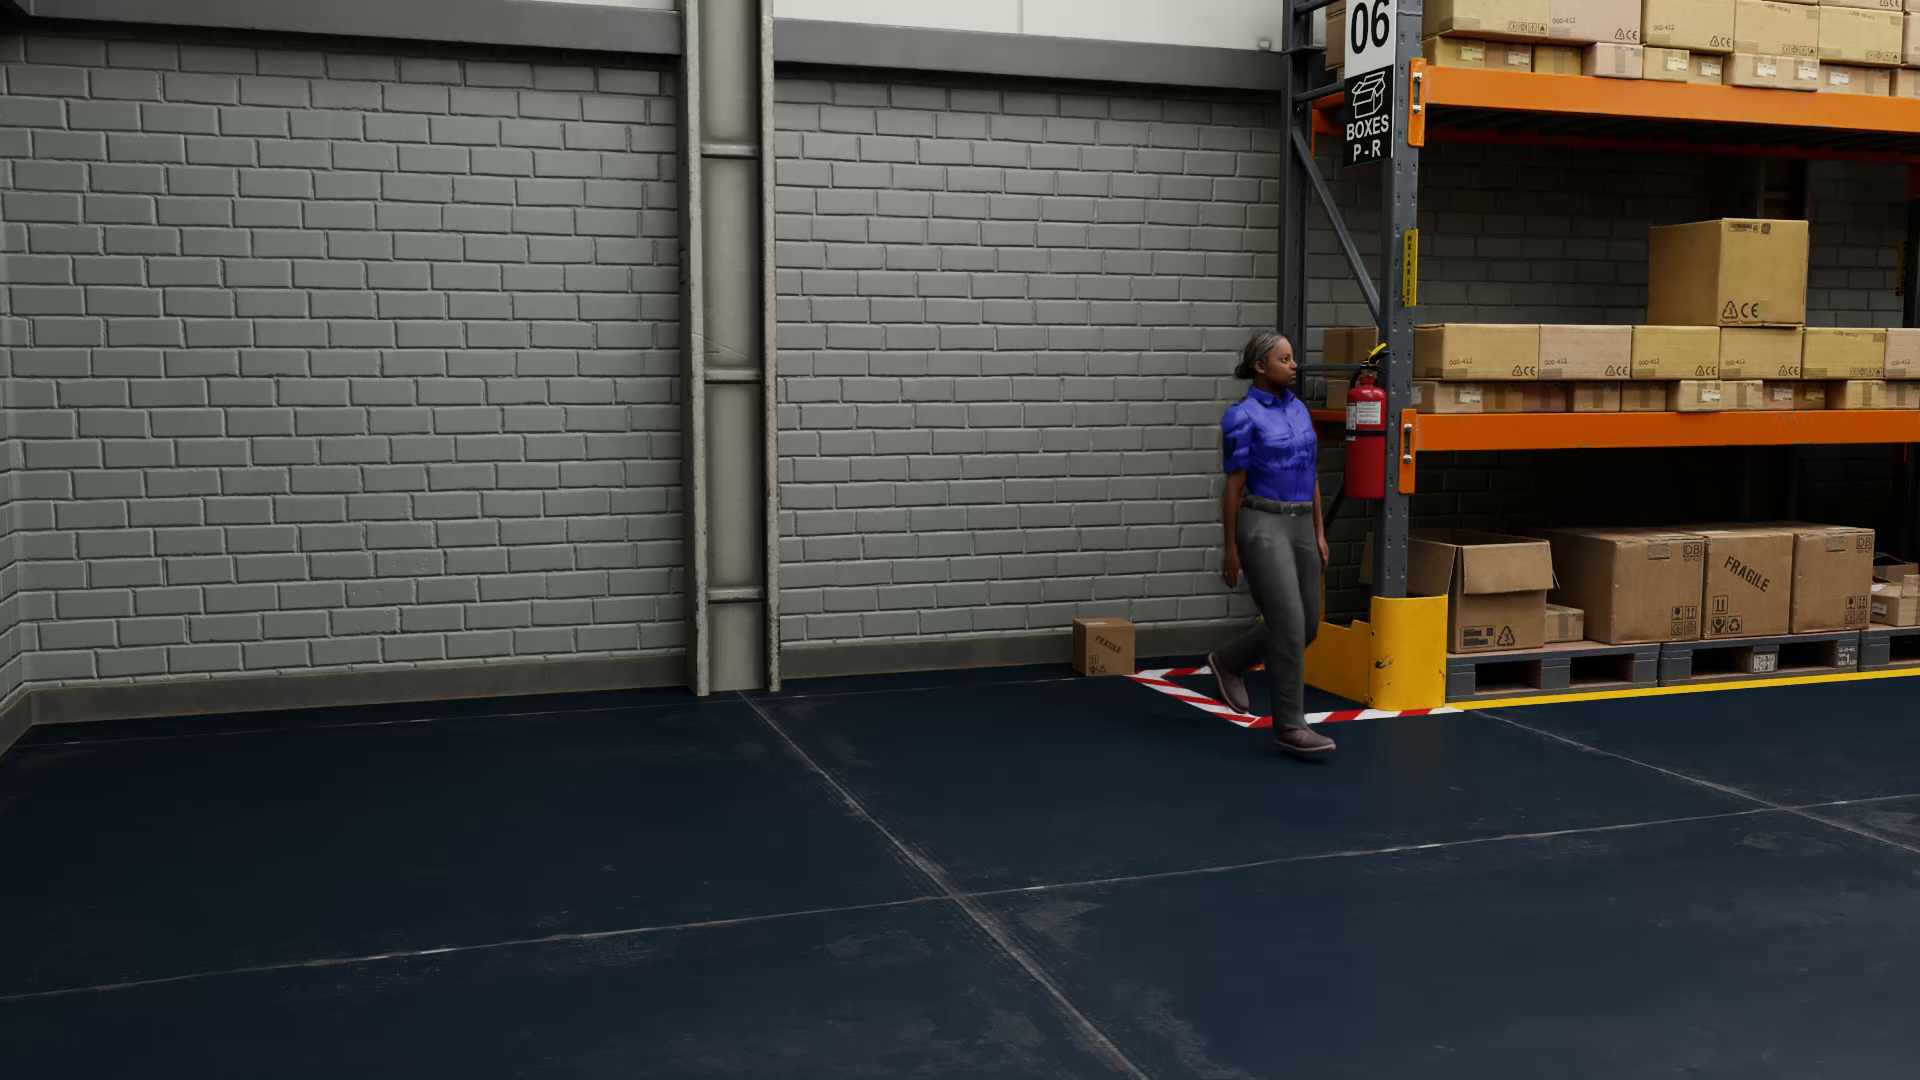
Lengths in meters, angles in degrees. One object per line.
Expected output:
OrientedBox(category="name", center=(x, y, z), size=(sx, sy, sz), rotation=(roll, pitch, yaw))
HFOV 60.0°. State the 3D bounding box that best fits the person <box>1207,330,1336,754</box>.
OrientedBox(category="person", center=(1.233, -0.012, 6.580), size=(0.466, 1.622, 0.771), rotation=(-5, 7, -38))
